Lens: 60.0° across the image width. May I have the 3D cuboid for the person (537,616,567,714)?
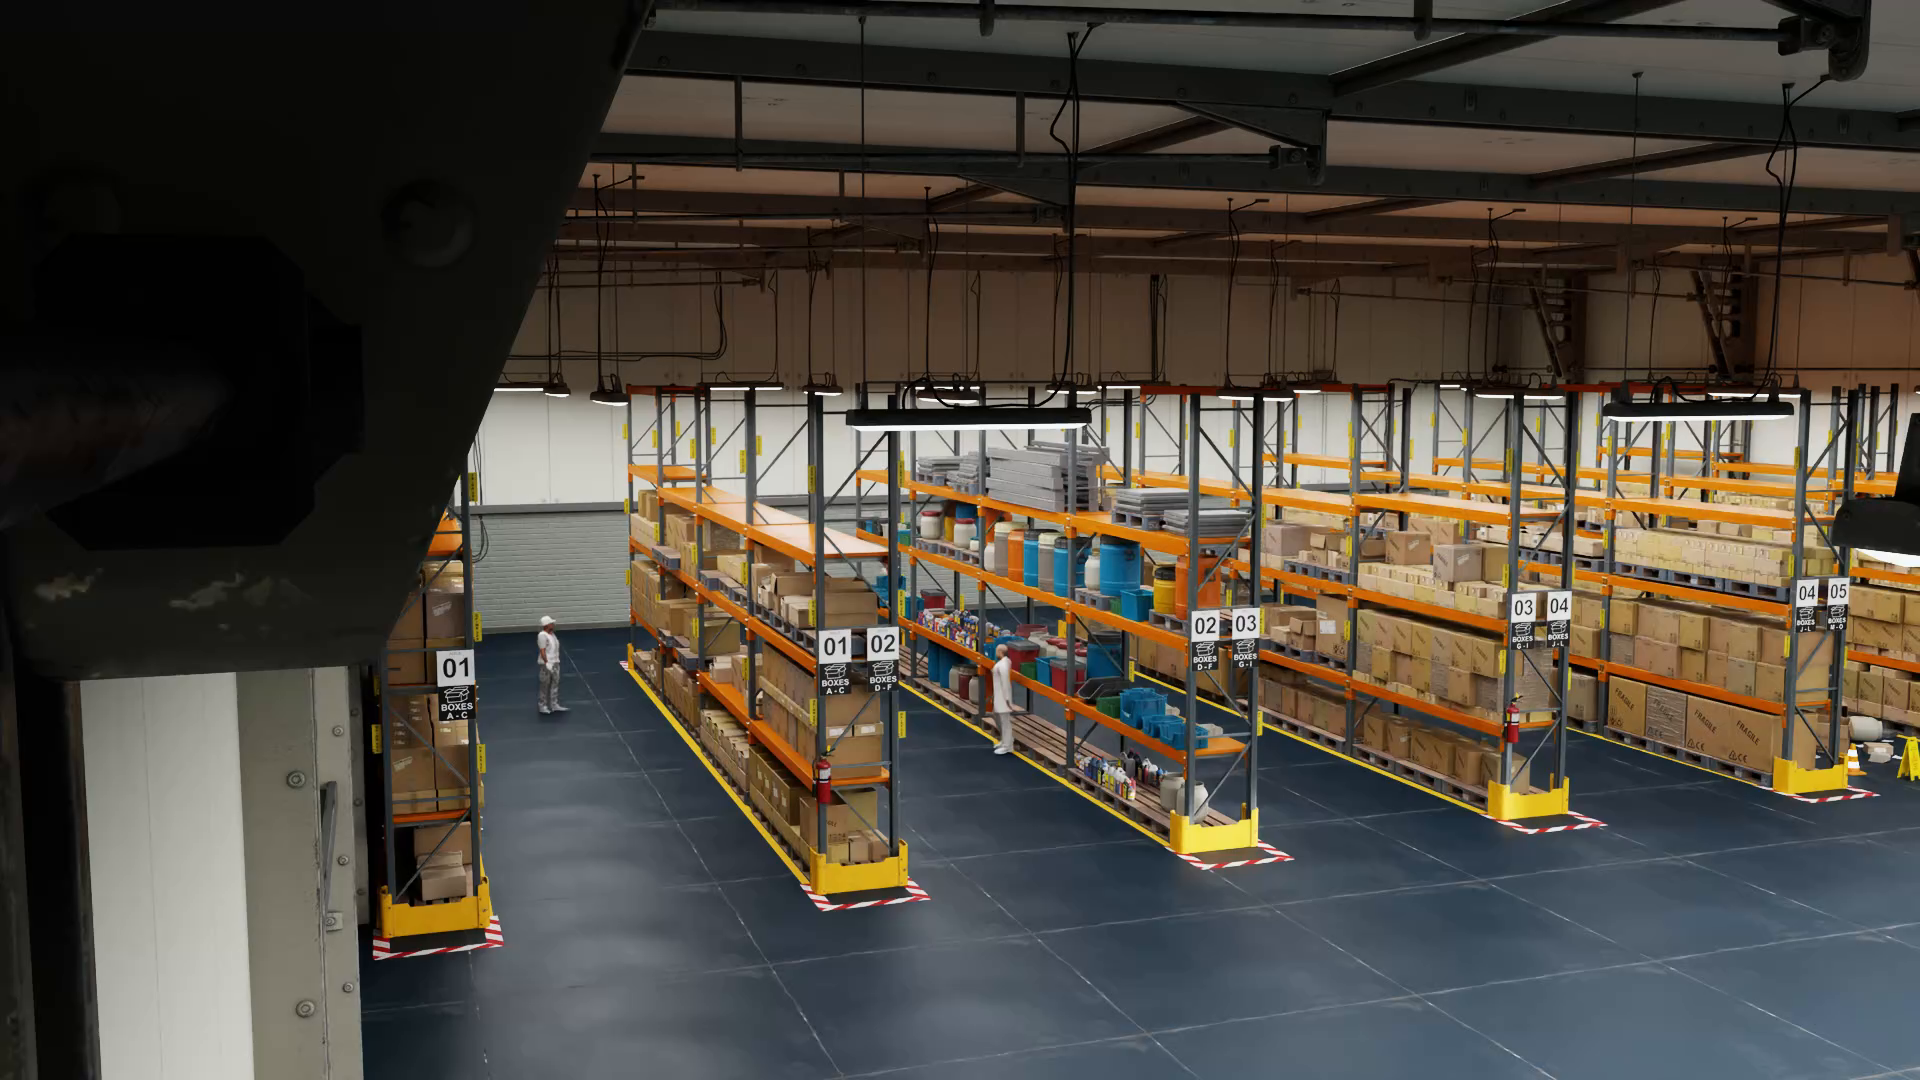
[{"bbox_3d":[-7.520,2.289,30.562,0.508,1.793,0.598,2,6,23],"label":"person"}]

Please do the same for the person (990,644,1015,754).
[{"bbox_3d":[0.692,2.602,27.438,0.424,1.799,0.636,0,6,5],"label":"person"}]

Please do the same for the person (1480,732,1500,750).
[{"bbox_3d":[8.878,2.599,27.763,0.594,1.788,0.468,5,8,41],"label":"person"}]

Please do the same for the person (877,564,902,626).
[{"bbox_3d":[-1.769,1.264,40.635,0.862,1.749,0.582,0,6,-2],"label":"person"}]
